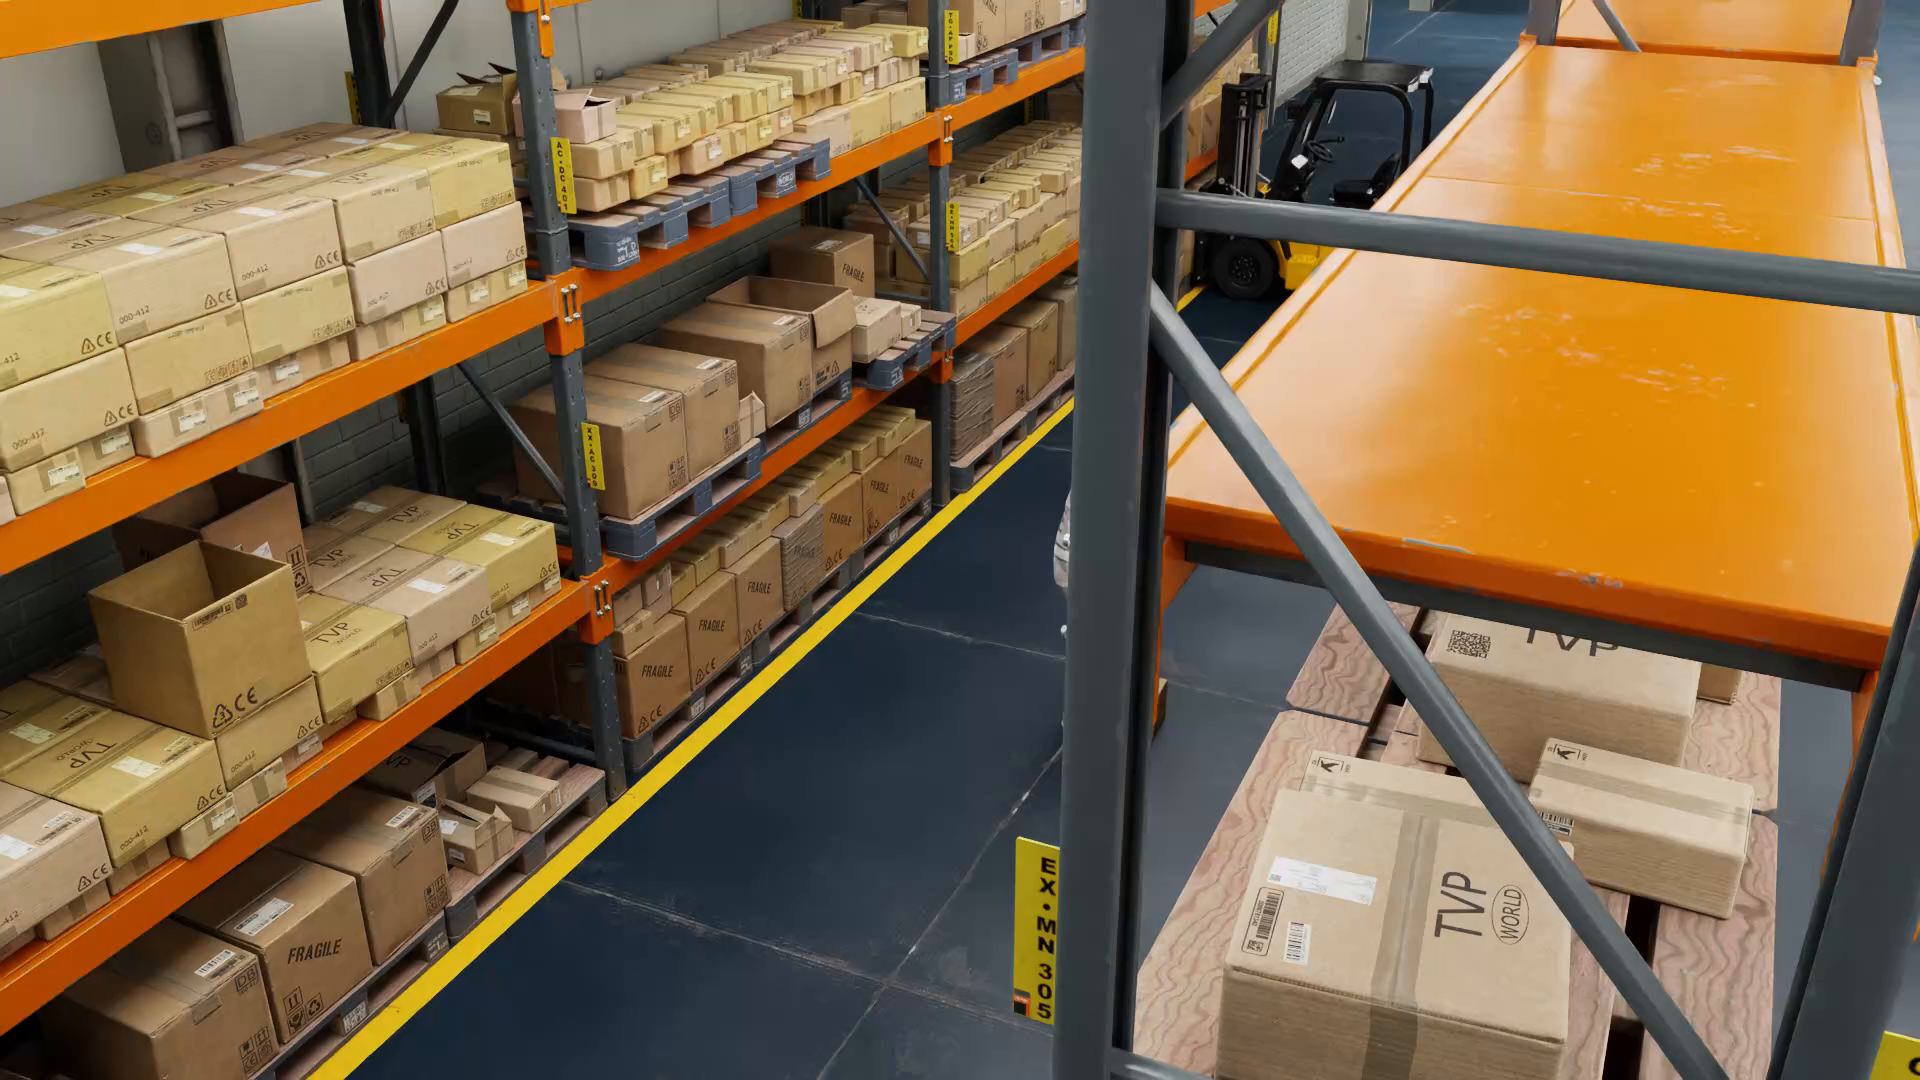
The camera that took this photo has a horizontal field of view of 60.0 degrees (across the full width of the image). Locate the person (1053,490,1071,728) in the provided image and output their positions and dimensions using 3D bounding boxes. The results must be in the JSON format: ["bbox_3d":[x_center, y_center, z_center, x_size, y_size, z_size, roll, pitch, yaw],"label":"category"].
[{"bbox_3d":[0.737,0.197,9.018,0.437,1.747,0.601,10,28,19],"label":"person"}]
